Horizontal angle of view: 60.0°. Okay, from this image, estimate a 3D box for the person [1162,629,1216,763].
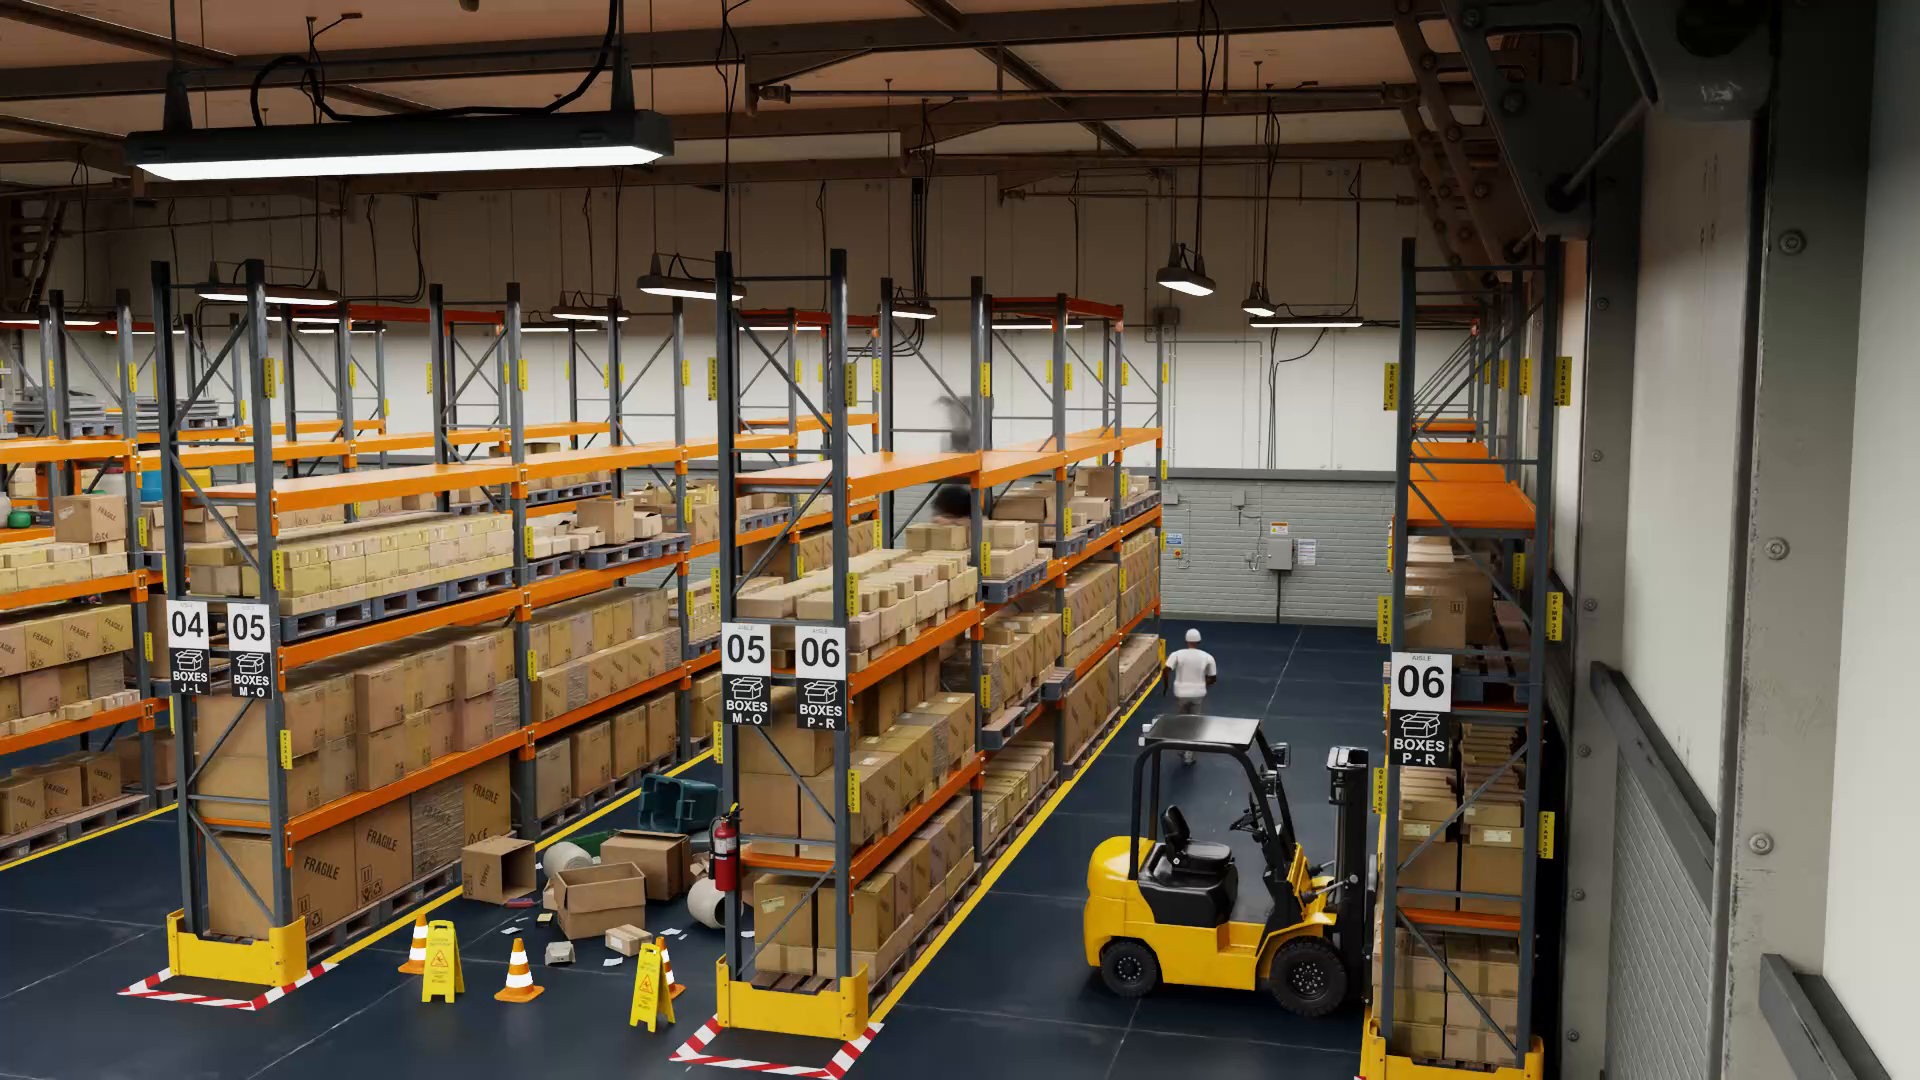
[{"bbox_3d":[3.001,2.004,21.701,0.682,1.716,0.700,2,6,14],"label":"person"}]
